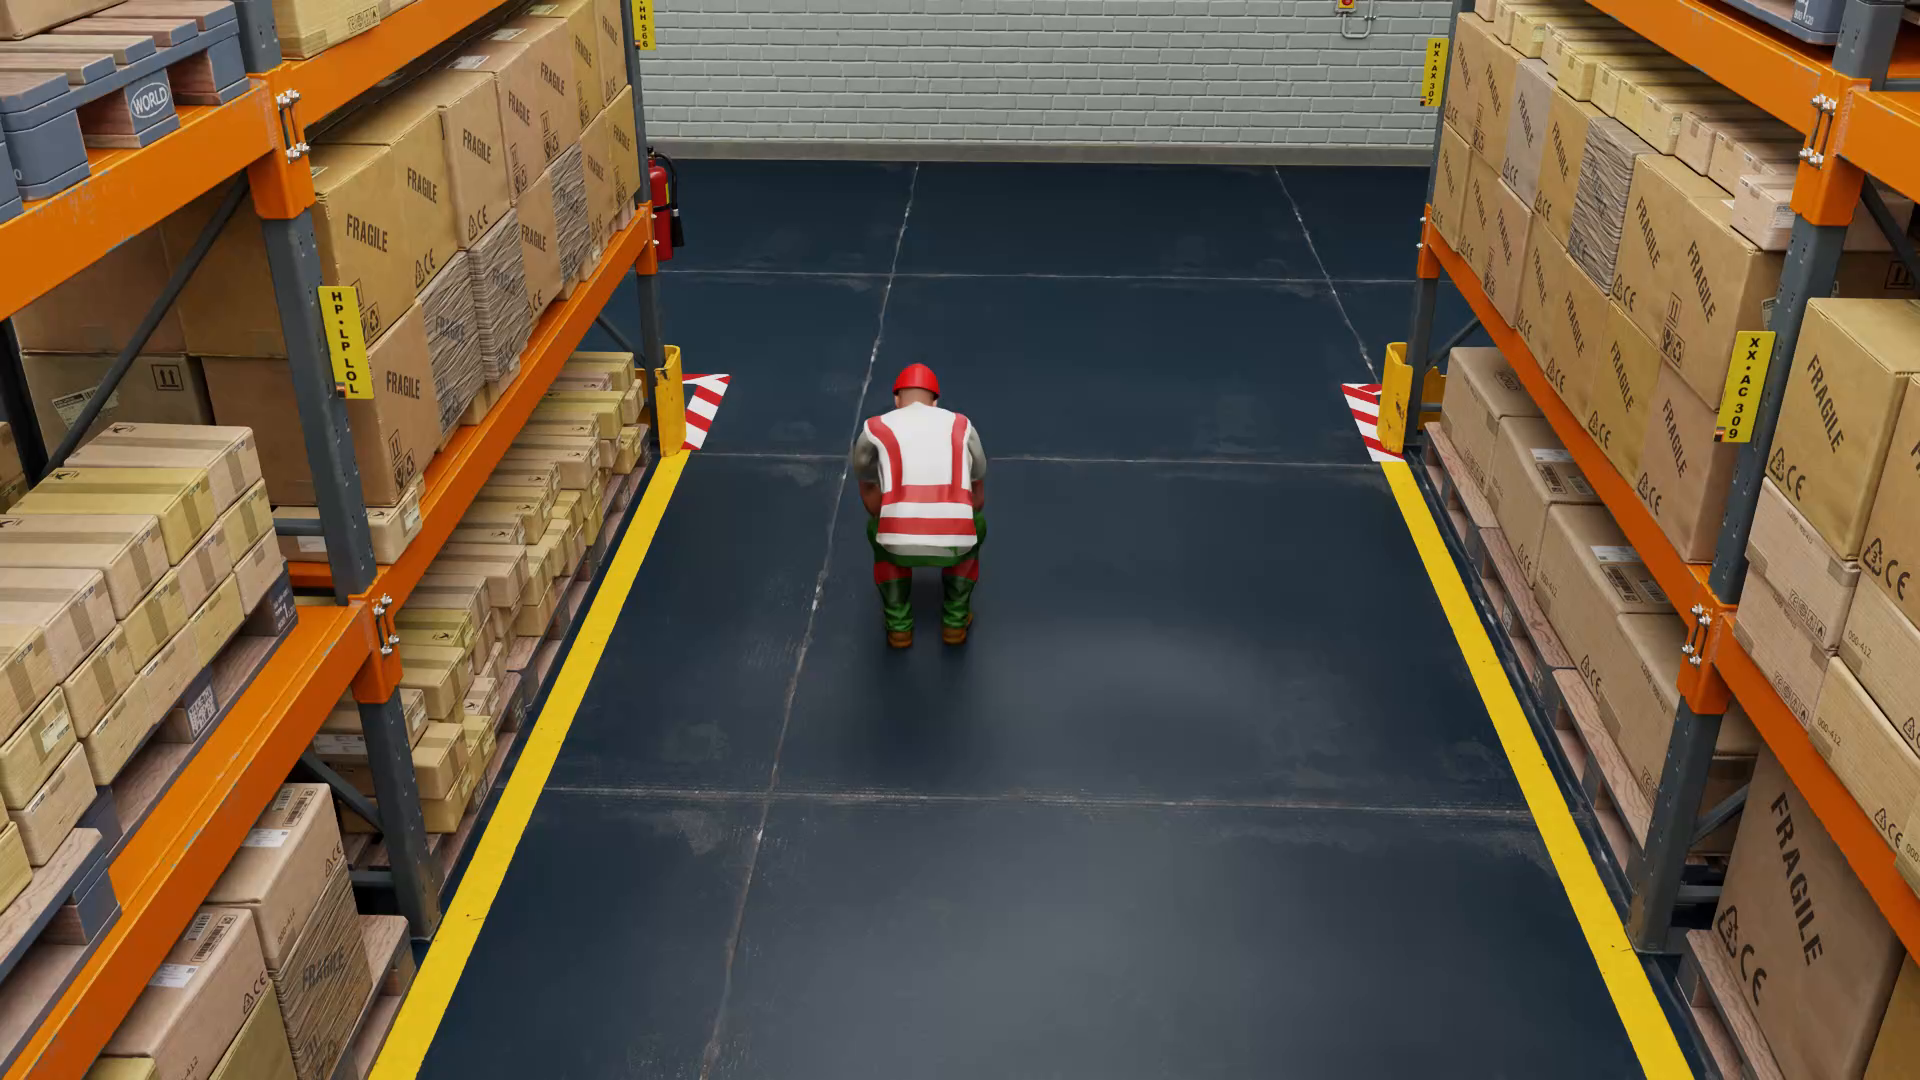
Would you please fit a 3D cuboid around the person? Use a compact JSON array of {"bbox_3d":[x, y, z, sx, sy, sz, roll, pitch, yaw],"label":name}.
[{"bbox_3d":[-0.172,-0.120,7.075,0.574,1.093,0.857,1,28,2],"label":"person"}]
